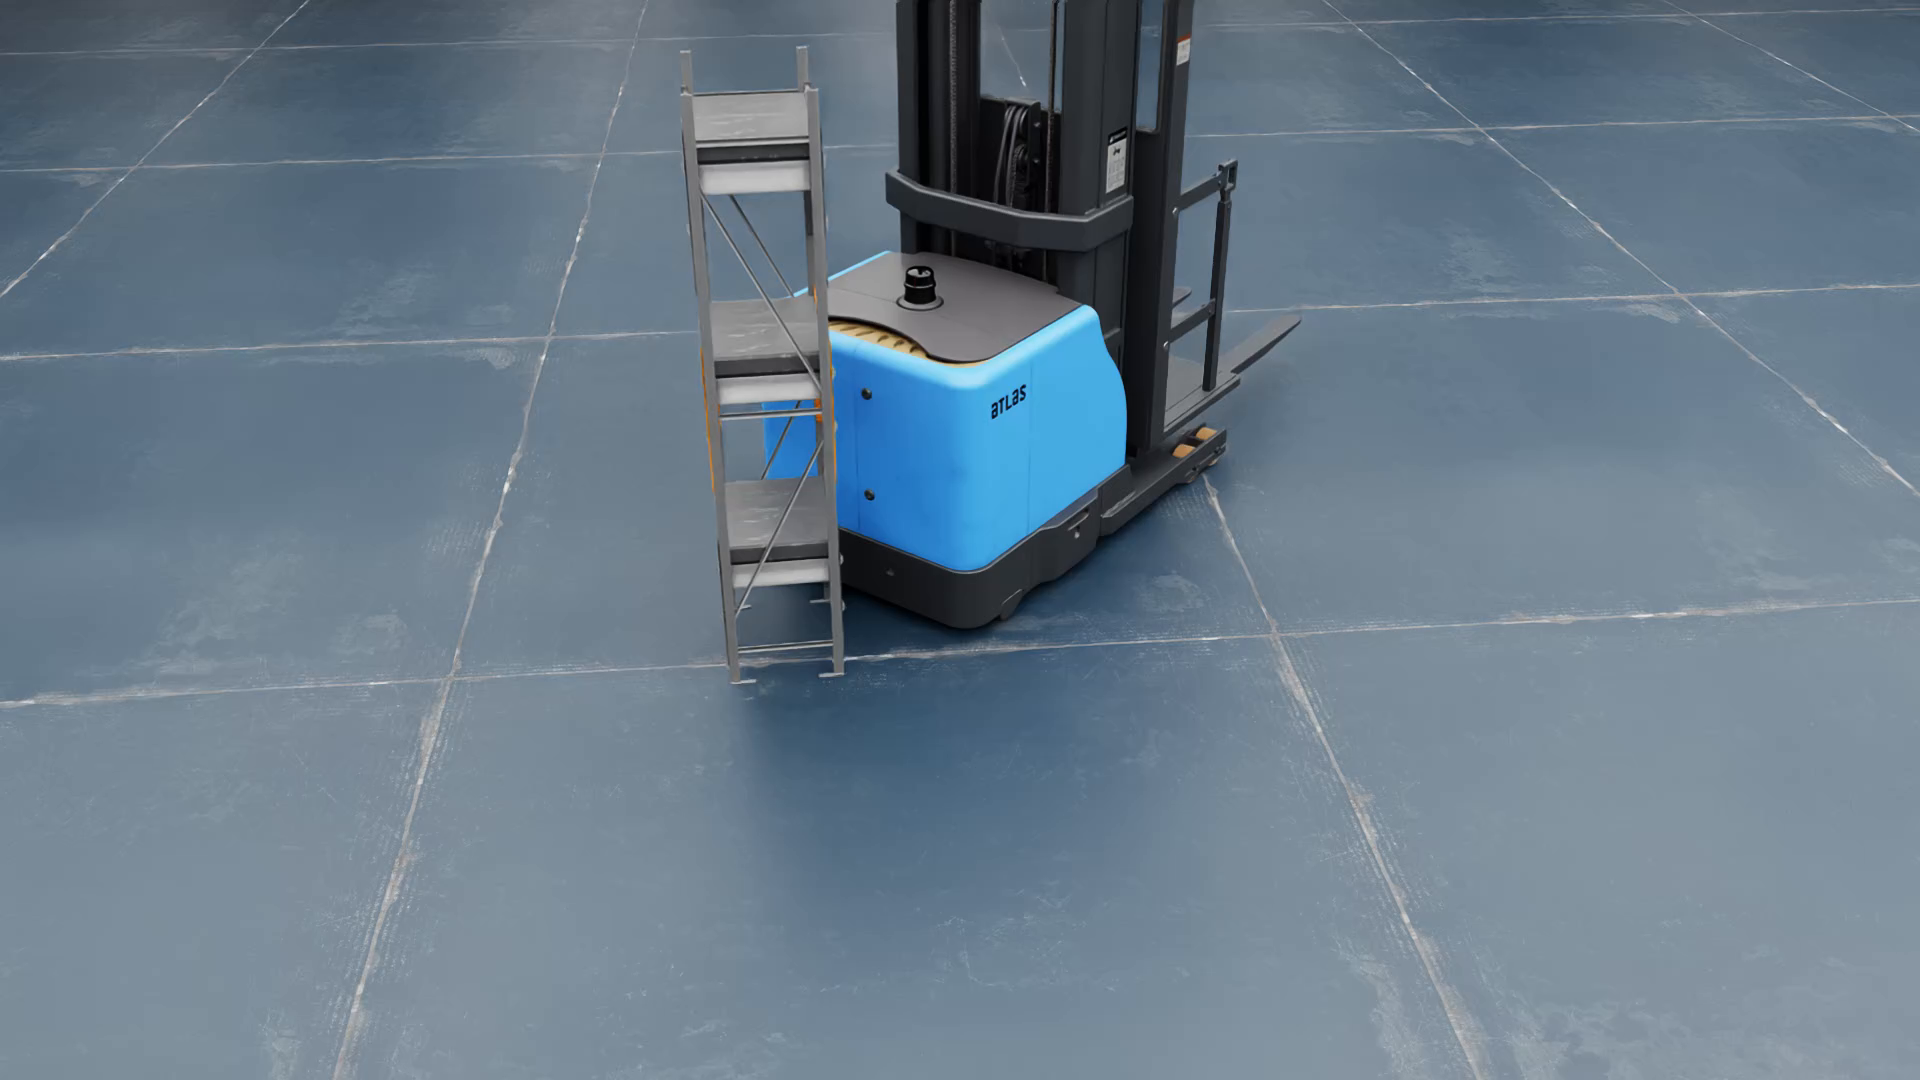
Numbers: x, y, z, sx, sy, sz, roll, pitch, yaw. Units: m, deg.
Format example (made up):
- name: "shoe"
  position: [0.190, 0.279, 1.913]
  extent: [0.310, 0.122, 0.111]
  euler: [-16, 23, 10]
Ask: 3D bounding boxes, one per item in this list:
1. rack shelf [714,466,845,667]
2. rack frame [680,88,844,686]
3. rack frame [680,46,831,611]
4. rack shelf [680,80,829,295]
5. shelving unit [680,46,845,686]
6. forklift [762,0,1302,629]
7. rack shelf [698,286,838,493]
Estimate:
- name: "rack shelf"
  position: [-0.648, 0.087, 5.949]
  extent: [0.431, 0.518, 0.480]
  euler: [-4, 31, -7]
- name: "rack frame"
  position: [-0.612, -0.402, 5.375]
  extent: [0.400, 2.100, 0.015]
  euler: [-4, 31, -7]
- name: "rack frame"
  position: [-0.683, -0.650, 5.790]
  extent: [0.400, 2.100, 0.015]
  euler: [-4, 31, -7]
- name: "rack shelf"
  position: [-0.648, -1.115, 5.231]
  extent: [0.431, 0.518, 0.480]
  euler: [-4, 31, -7]
- name: "shelving unit"
  position: [-0.648, -0.526, 5.583]
  extent: [0.431, 2.100, 0.503]
  euler: [-4, 31, -7]
- name: "forklift"
  position: [0.513, -1.636, 6.630]
  extent: [1.130, 2.935, 3.031]
  euler: [21, 36, 30]
- name: "rack shelf"
  position: [-0.648, -0.514, 5.590]
  extent: [0.431, 0.518, 0.480]
  euler: [-4, 31, -7]
